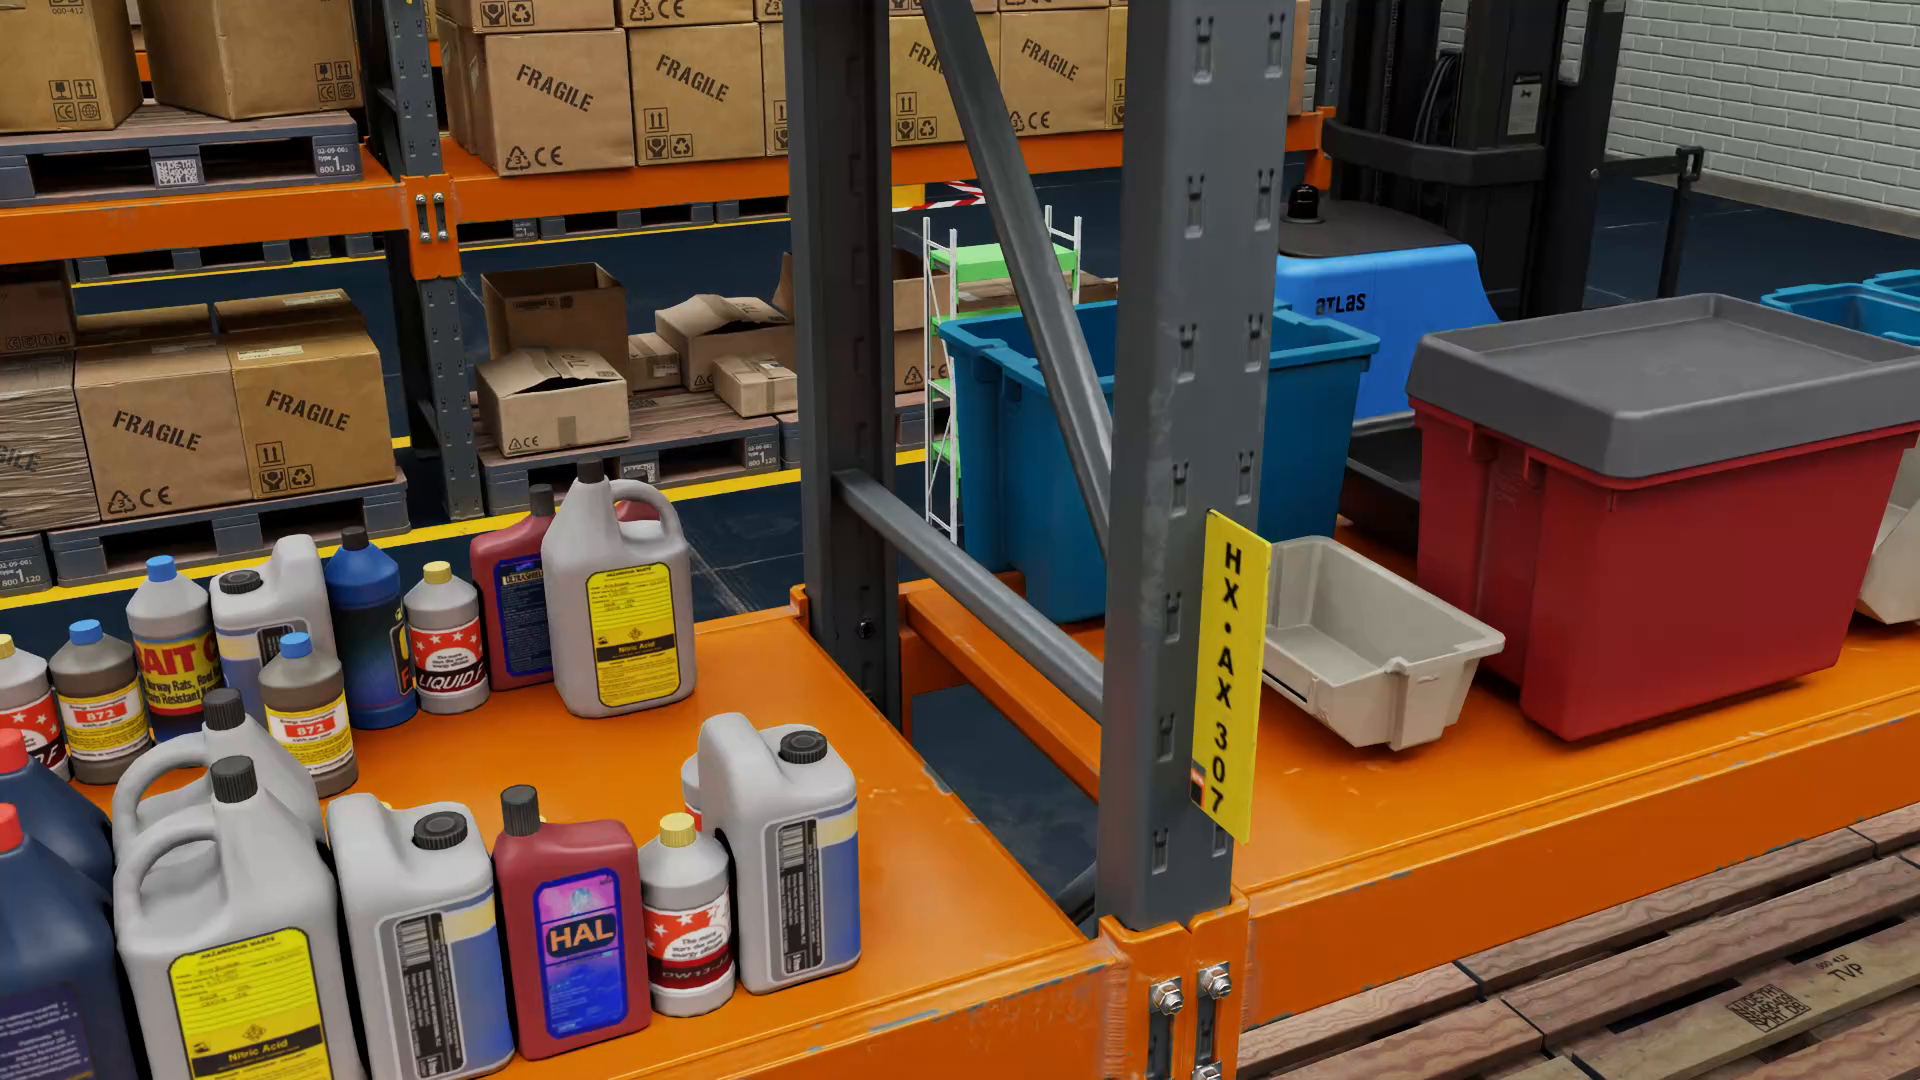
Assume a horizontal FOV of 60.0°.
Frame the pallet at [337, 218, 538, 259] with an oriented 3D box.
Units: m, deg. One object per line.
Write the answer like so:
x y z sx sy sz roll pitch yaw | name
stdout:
-3.551 -2.150 11.168 1.213 0.211 1.003 -10 25 -24 | pallet

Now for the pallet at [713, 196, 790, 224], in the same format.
-1.352 -2.555 12.145 1.213 0.211 1.003 -10 25 -24 | pallet

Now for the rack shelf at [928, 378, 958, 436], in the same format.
0.149 -0.523 6.111 0.480 0.148 0.258 -10 25 -24 | rack shelf

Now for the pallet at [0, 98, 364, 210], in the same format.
-2.885 -1.449 6.079 1.213 0.211 1.003 -10 25 -24 | pallet

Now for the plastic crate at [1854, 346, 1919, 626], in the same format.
1.483 -0.088 2.616 0.530 0.282 0.437 -10 25 -24 | plastic crate

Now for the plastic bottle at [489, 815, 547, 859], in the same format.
-0.427 0.374 1.685 0.097 0.201 0.097 0 22 0 | plastic bottle

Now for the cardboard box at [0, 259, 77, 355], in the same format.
-3.561 -0.865 6.131 0.500 0.250 0.500 -10 25 -24 | cardboard box

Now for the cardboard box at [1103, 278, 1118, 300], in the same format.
0.735 -1.198 8.351 0.250 0.166 0.380 -10 25 -24 | cardboard box

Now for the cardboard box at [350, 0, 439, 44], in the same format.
-3.774 -3.562 10.541 0.700 0.700 0.980 -10 25 -23 | cardboard box

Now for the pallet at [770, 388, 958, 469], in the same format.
-0.398 -0.661 7.572 1.213 0.211 1.003 -10 25 -24 | pallet

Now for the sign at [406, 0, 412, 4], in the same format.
-1.874 -1.977 5.590 0.005 0.325 0.100 -10 25 -24 | sign

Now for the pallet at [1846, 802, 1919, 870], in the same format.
2.871 0.823 3.985 1.213 0.211 1.003 -10 25 -24 | pallet

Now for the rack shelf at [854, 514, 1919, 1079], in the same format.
1.829 0.076 3.086 4.000 0.370 1.077 -10 25 -24 | rack shelf

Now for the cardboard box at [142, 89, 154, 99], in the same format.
-4.799 -2.387 10.357 0.750 0.750 0.750 -10 25 -23 | cardboard box

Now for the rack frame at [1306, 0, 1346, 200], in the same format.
1.486 -2.296 7.875 0.127 3.000 1.000 -10 25 -24 | rack frame

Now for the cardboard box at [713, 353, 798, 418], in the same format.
-0.871 -0.669 7.073 0.250 0.166 0.380 -10 25 -24 | cardboard box

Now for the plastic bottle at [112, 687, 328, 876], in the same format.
-0.722 0.313 1.635 0.185 0.351 0.144 -10 25 -24 | plastic bottle

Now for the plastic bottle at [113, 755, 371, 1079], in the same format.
-0.660 0.363 1.515 0.185 0.351 0.144 -10 25 -24 | plastic bottle

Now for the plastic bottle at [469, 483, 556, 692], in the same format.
-0.609 0.065 2.324 0.133 0.283 0.061 -10 25 -24 | plastic bottle

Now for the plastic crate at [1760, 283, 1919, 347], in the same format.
1.809 -0.343 3.297 0.300 0.233 0.416 -10 25 -24 | plastic crate

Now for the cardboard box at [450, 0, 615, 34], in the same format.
-1.572 -2.122 6.016 0.500 0.500 0.500 -10 24 -22 | cardboard box

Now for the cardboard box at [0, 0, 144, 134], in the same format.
-3.234 -1.735 5.841 0.500 0.500 0.700 -6 23 -15 | cardboard box

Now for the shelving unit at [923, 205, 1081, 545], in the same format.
0.149 -0.582 6.087 0.503 1.200 0.258 -10 25 -24 | shelving unit

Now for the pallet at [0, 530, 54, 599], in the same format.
-3.935 0.008 5.955 1.213 0.211 1.003 -10 25 -24 | pallet

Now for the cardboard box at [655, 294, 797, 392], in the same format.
-1.052 -0.910 7.467 0.500 0.311 0.500 -10 25 -24 | cardboard box

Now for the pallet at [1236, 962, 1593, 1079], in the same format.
0.673 1.228 3.007 1.213 0.211 1.003 -10 25 -24 | pallet

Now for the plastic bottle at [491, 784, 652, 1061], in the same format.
-0.377 0.360 1.611 0.133 0.283 0.061 -10 25 -24 | plastic bottle

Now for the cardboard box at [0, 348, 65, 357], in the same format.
-3.589 -0.512 6.258 0.500 0.500 0.500 -10 25 -23 | cardboard box

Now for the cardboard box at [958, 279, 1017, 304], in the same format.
-0.028 -1.071 7.934 0.500 0.250 0.500 -10 25 -24 | cardboard box

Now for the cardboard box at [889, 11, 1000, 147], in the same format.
-0.171 -1.922 6.842 0.500 0.500 0.500 -11 25 -24 | cardboard box

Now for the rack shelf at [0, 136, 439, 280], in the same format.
-3.920 -0.968 5.608 4.000 0.370 1.077 -10 25 -24 | rack shelf

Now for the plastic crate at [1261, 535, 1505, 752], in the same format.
0.508 0.141 2.253 0.243 0.136 0.396 -10 25 -24 | plastic crate

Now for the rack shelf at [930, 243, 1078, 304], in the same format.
0.149 -0.966 5.928 0.480 0.148 0.258 -10 25 -24 | rack shelf

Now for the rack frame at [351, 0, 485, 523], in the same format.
-2.118 -1.633 6.272 0.127 3.000 1.000 -10 25 -24 | rack frame

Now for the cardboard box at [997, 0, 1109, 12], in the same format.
0.284 -2.464 6.842 0.500 0.500 0.500 -10 24 -22 | cardboard box

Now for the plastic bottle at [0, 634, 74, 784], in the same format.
-1.177 0.215 2.068 0.097 0.201 0.097 0 22 0 | plastic bottle

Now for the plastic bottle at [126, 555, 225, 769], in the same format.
-1.002 0.151 2.133 0.097 0.271 0.097 0 22 0 | plastic bottle

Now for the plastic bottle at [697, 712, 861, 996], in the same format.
-0.188 0.309 1.743 0.135 0.276 0.152 -10 25 -24 | plastic bottle

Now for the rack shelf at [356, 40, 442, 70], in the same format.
-2.468 -3.338 11.334 4.000 0.370 1.077 -10 25 -24 | rack shelf

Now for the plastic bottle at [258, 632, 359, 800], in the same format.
-0.814 0.213 2.073 0.097 0.201 0.097 0 22 0 | plastic bottle

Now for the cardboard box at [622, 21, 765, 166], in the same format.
-1.081 -1.755 6.438 0.500 0.500 0.500 -10 24 -23 | cardboard box

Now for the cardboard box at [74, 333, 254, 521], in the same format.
-2.888 -0.421 6.038 0.500 0.500 0.500 -10 25 -23 | cardboard box

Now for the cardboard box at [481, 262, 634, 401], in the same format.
-1.728 -0.873 7.130 0.500 0.500 0.500 -10 25 -24 | cardboard box

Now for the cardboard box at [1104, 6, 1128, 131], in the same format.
0.735 -2.087 7.239 0.500 0.500 0.500 -10 25 -23 | cardboard box

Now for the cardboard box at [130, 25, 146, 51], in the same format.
-4.922 -3.001 9.881 0.250 0.149 0.380 -10 24 -22 | cardboard box

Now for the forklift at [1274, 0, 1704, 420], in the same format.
2.314 -1.709 6.547 3.031 2.935 1.130 -9 24 -22 | forklift

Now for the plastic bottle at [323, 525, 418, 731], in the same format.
-0.793 0.112 2.226 0.097 0.271 0.097 0 22 0 | plastic bottle

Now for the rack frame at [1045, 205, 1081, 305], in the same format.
0.369 -0.622 6.185 0.015 1.200 0.240 -10 25 -24 | rack frame

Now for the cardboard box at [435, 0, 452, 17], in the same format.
-1.775 -2.314 6.480 0.500 0.500 0.500 -10 25 -23 | cardboard box

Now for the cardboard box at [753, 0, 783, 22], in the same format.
-0.643 -2.293 6.429 0.500 0.500 0.500 -11 25 -25 | cardboard box

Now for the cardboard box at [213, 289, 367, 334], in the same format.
-2.660 -0.685 6.675 0.500 0.500 0.500 -12 25 -26 | cardboard box

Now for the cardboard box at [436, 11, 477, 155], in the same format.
-1.779 -1.850 6.667 0.500 0.500 0.500 -10 25 -23 | cardboard box
